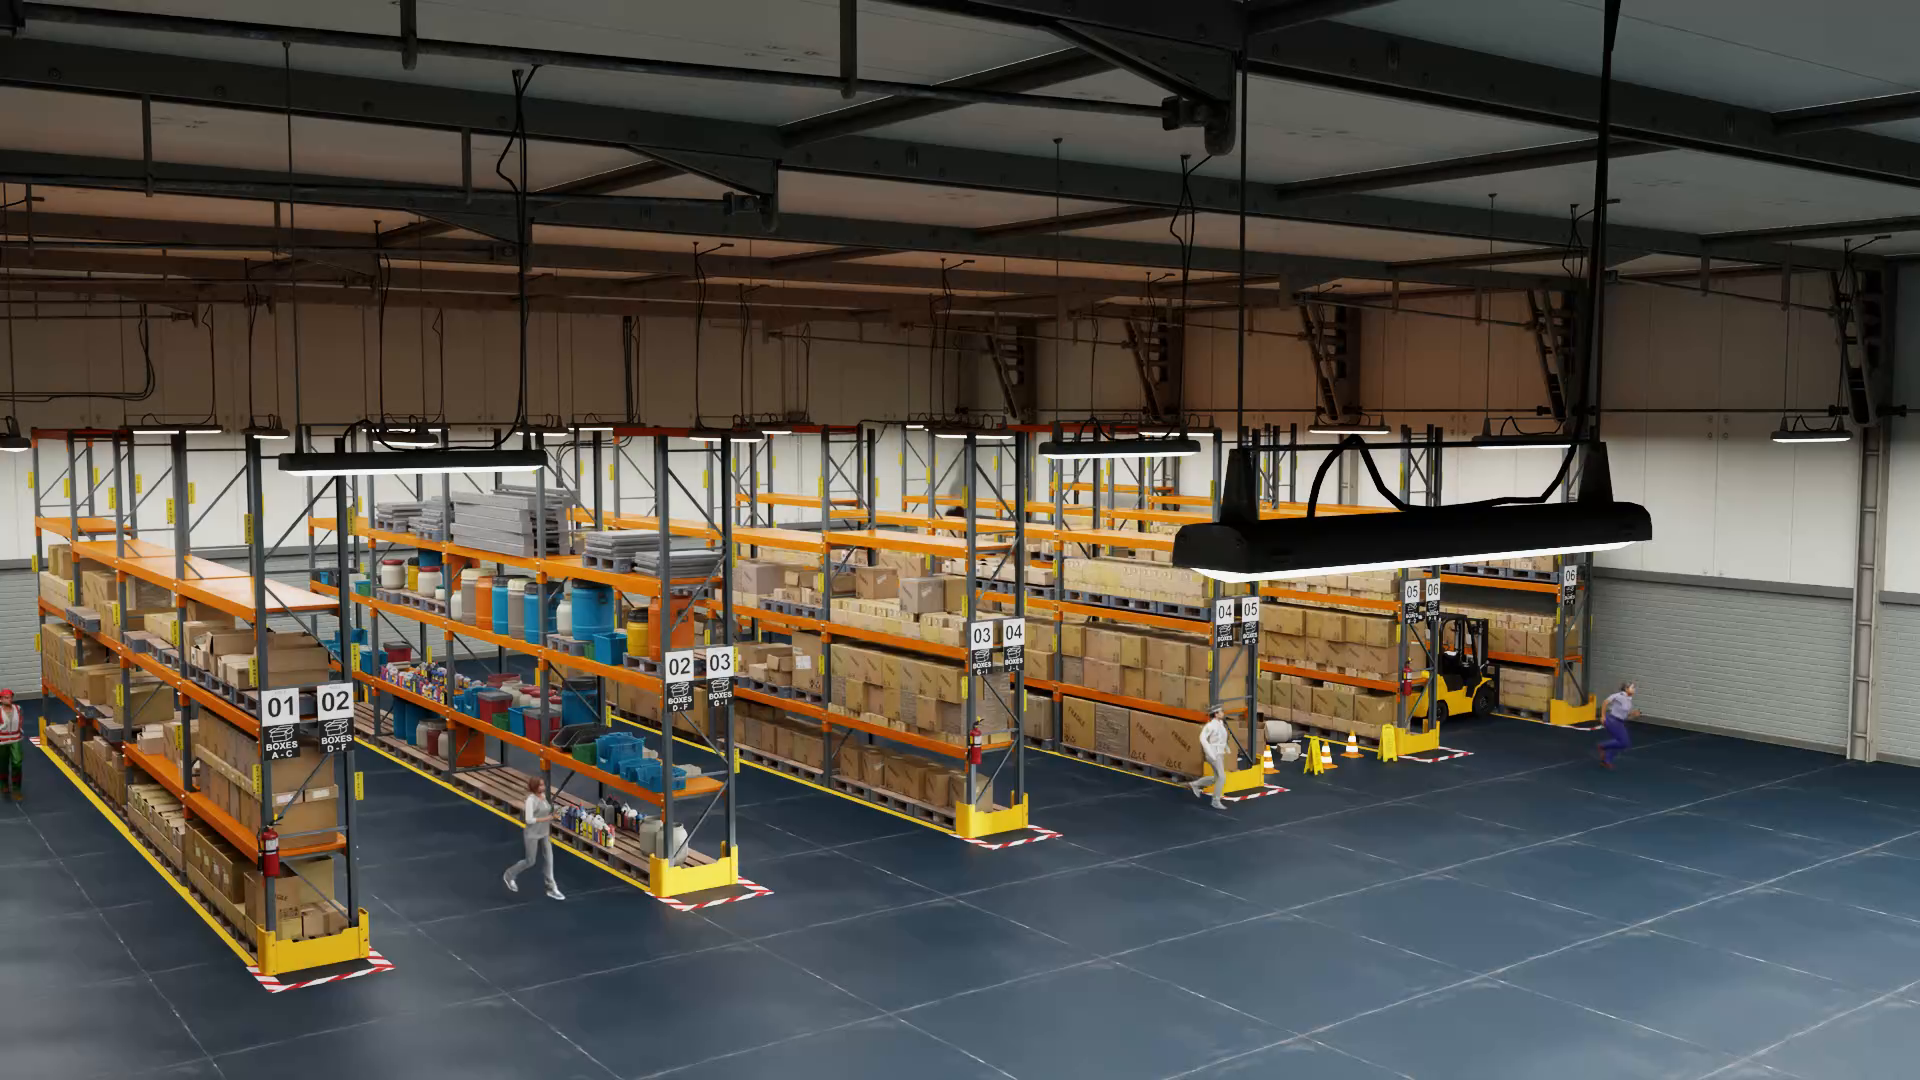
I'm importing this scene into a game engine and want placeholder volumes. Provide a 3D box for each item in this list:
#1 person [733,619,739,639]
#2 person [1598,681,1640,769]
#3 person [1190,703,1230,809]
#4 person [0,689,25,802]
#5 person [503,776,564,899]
[{"bbox_3d":[-5.163,2.598,37.200,0.918,1.693,0.599,4,6,42],"label":"person"},{"bbox_3d":[11.633,3.272,29.288,0.632,1.557,0.593,3,6,36],"label":"person"},{"bbox_3d":[4.031,3.445,26.642,0.681,1.680,0.659,3,5,31],"label":"person"},{"bbox_3d":[-15.481,3.331,26.973,0.616,1.851,0.792,-4,6,-42],"label":"person"},{"bbox_3d":[-5.502,3.824,21.474,0.881,1.586,0.537,2,5,19],"label":"person"}]
